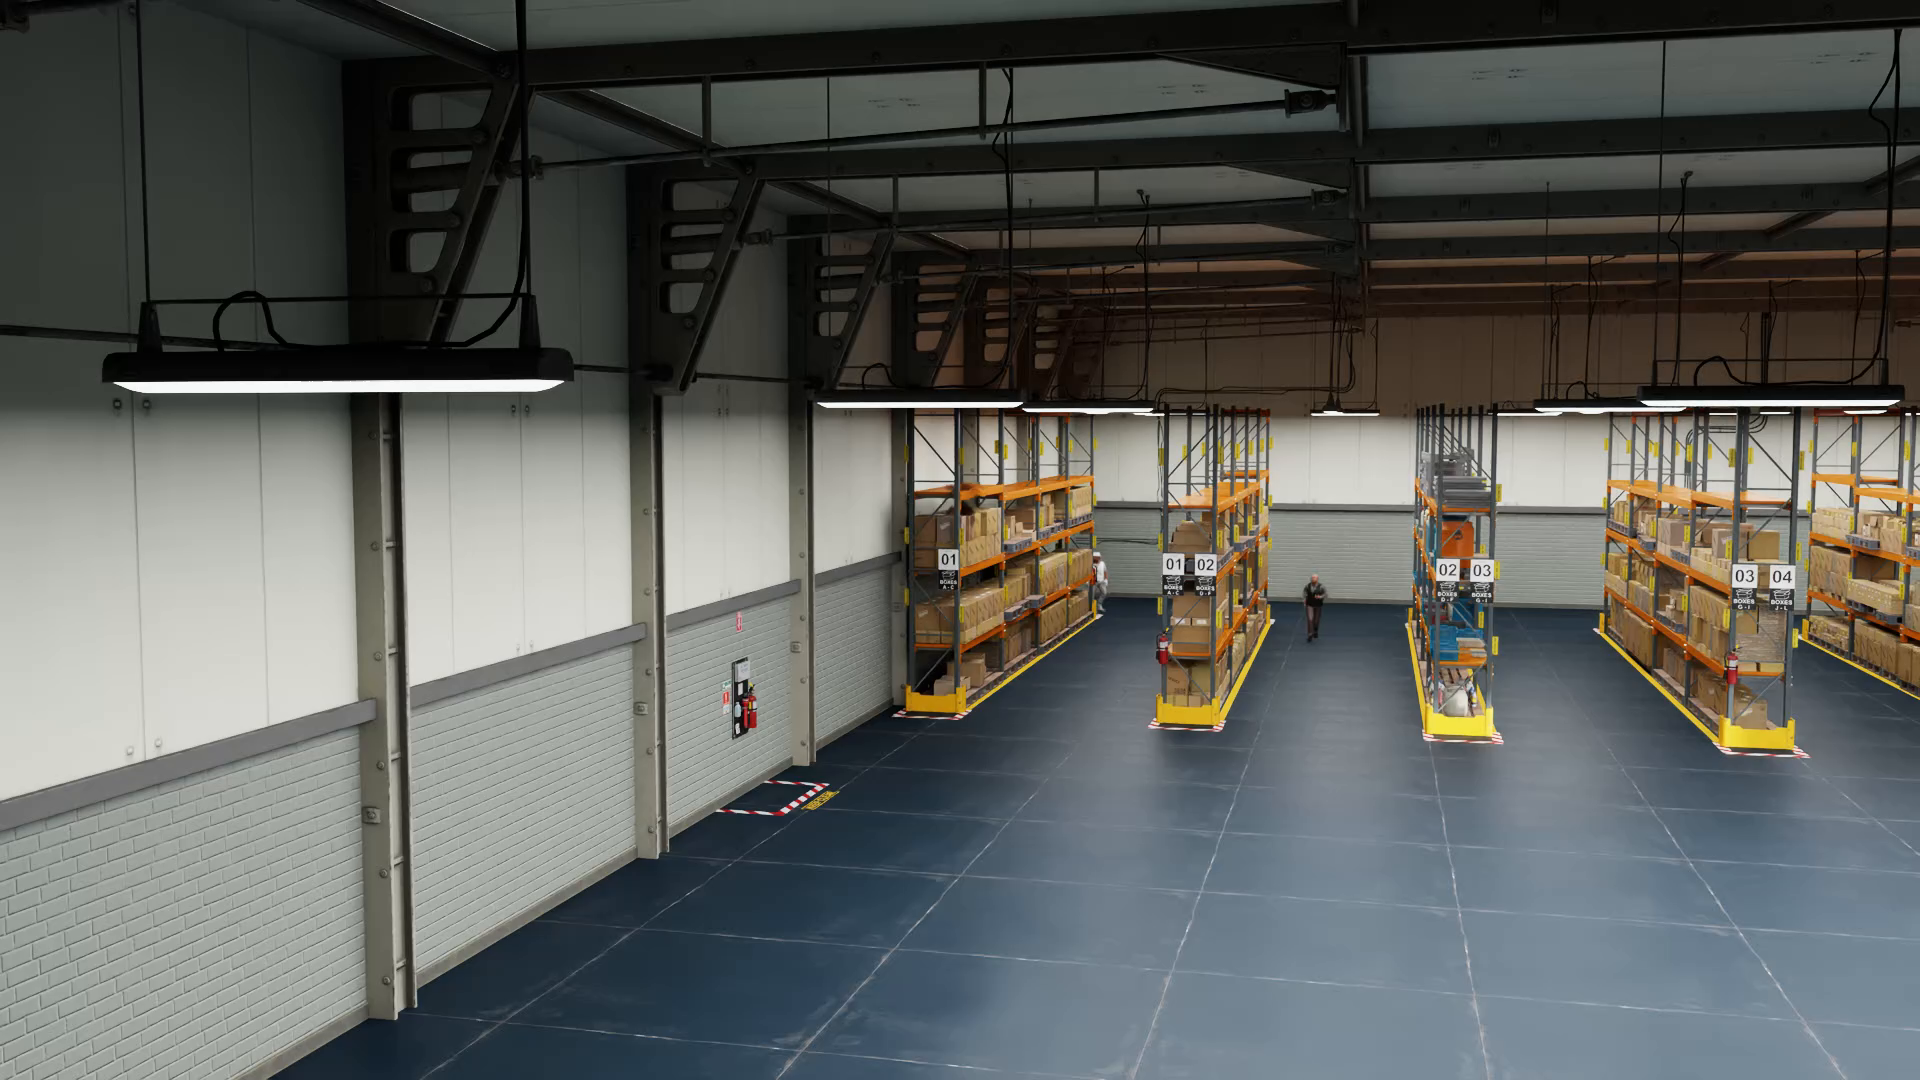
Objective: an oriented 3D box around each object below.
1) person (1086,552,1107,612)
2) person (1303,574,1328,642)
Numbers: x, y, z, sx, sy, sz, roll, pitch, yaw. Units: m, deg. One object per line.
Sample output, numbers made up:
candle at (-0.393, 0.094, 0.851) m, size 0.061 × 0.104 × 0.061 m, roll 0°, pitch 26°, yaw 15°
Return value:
person at (4.055, 1.254, 49.146) m, size 0.606 × 1.787 × 0.499 m, roll -1°, pitch 4°, yaw -17°
person at (9.147, 1.722, 42.783) m, size 0.635 × 1.696 × 0.995 m, roll 1°, pitch 4°, yaw 11°
